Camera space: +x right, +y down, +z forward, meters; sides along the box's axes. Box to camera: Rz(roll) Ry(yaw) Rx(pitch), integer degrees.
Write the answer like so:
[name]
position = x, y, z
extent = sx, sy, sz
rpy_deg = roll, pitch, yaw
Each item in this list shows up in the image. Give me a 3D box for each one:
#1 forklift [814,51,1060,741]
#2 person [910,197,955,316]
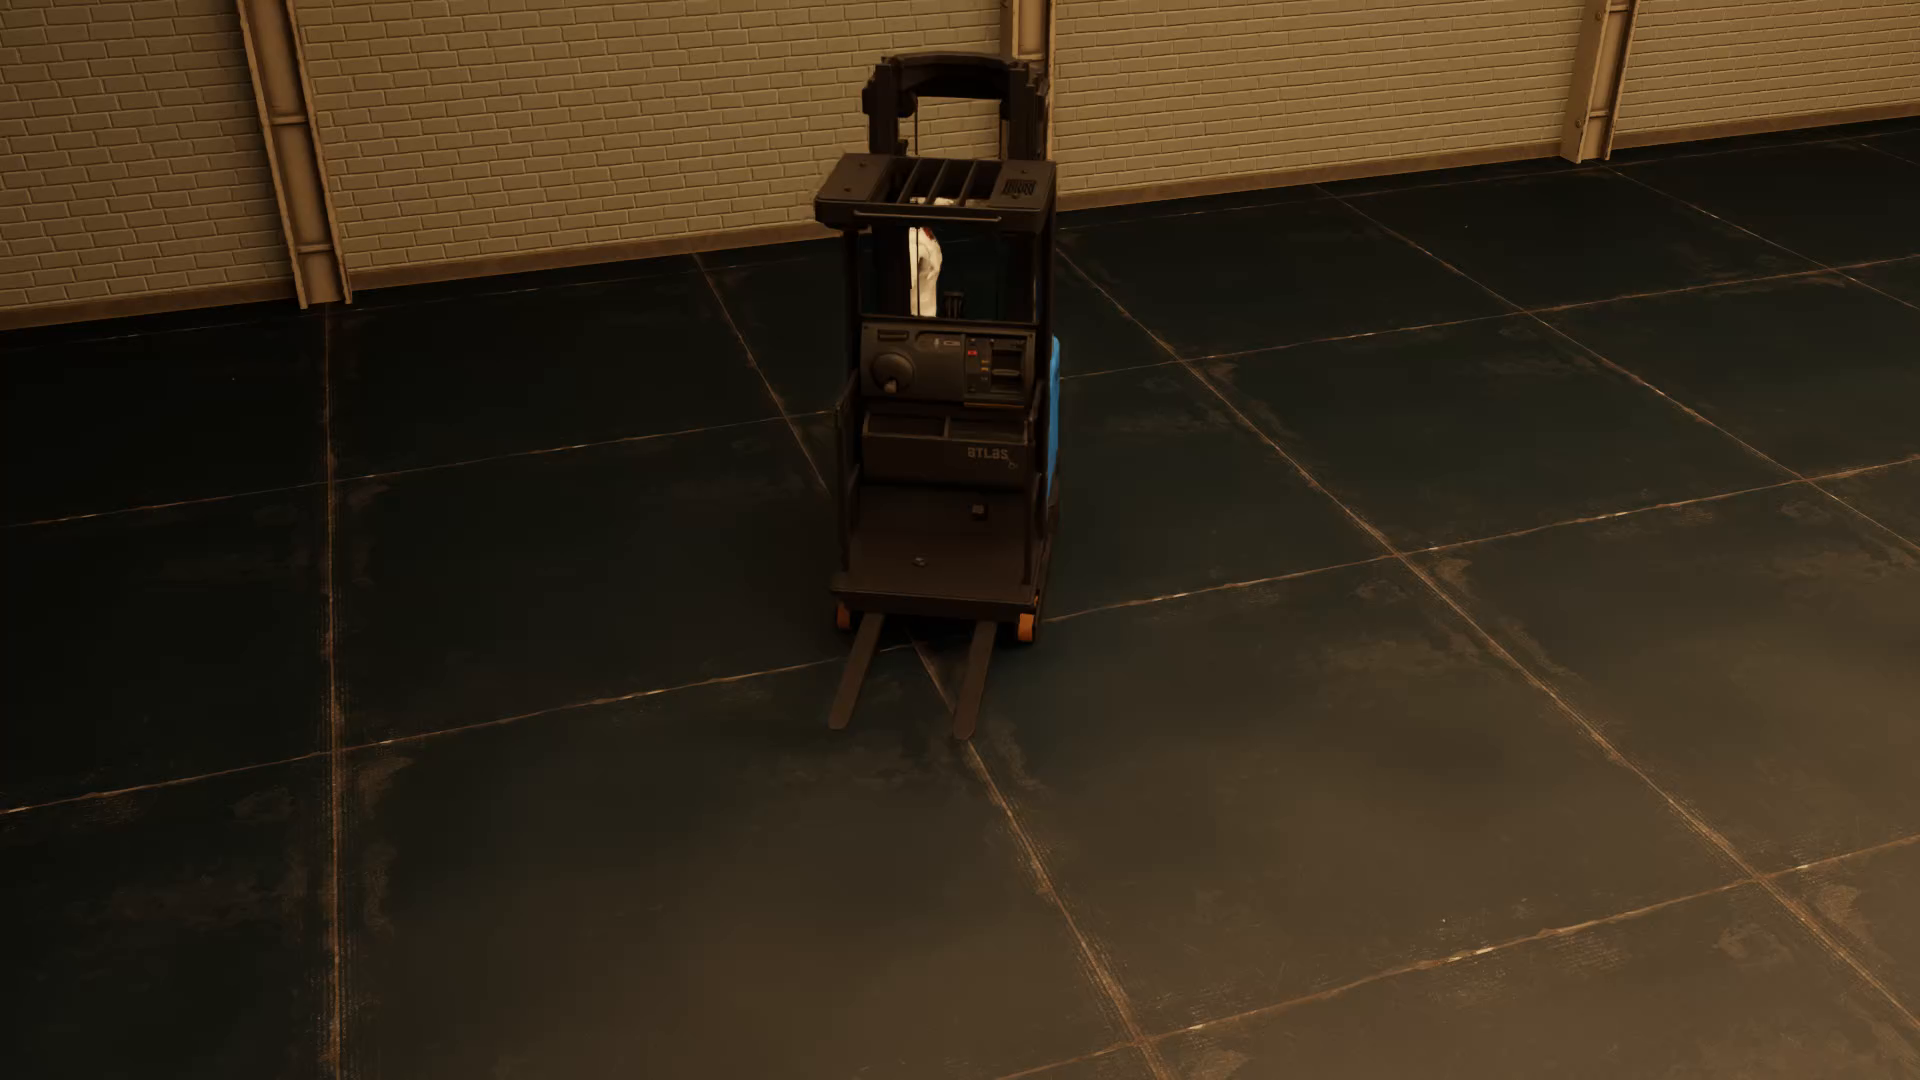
[forklift]
position = -0.094, -0.894, 8.641
extent = 1.130, 2.935, 3.031
rpy_deg = 4, 30, 7
[person]
position = -0.251, -1.489, 10.800
extent = 0.438, 1.732, 0.866
rpy_deg = -1, 30, -1
